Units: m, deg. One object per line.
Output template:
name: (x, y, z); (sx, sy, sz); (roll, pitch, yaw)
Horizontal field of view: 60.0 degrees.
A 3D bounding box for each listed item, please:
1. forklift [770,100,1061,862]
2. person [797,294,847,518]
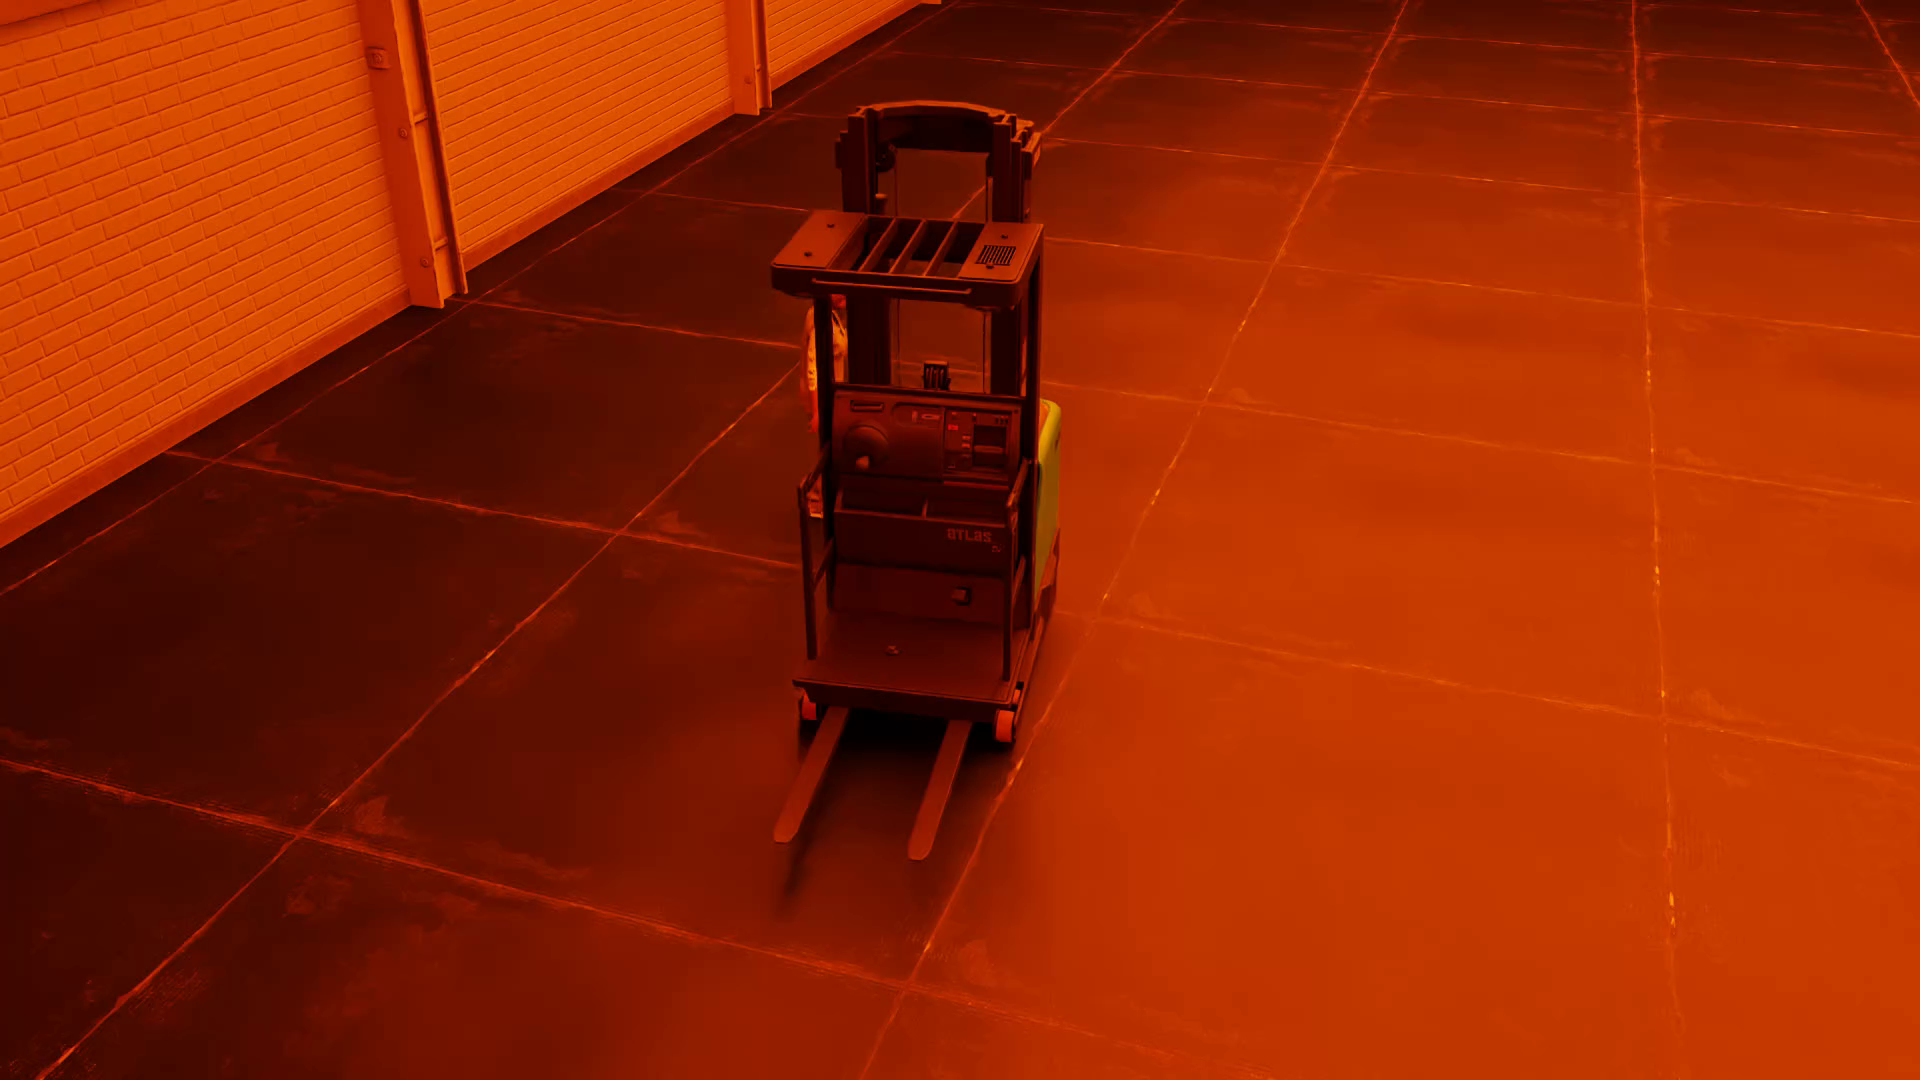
forklift: (-0.205, -0.455, 7.935); (1.130, 2.935, 3.031); (5, 30, 9)
person: (-0.815, -0.883, 10.069); (0.346, 1.568, 0.690); (-2, 30, -3)
